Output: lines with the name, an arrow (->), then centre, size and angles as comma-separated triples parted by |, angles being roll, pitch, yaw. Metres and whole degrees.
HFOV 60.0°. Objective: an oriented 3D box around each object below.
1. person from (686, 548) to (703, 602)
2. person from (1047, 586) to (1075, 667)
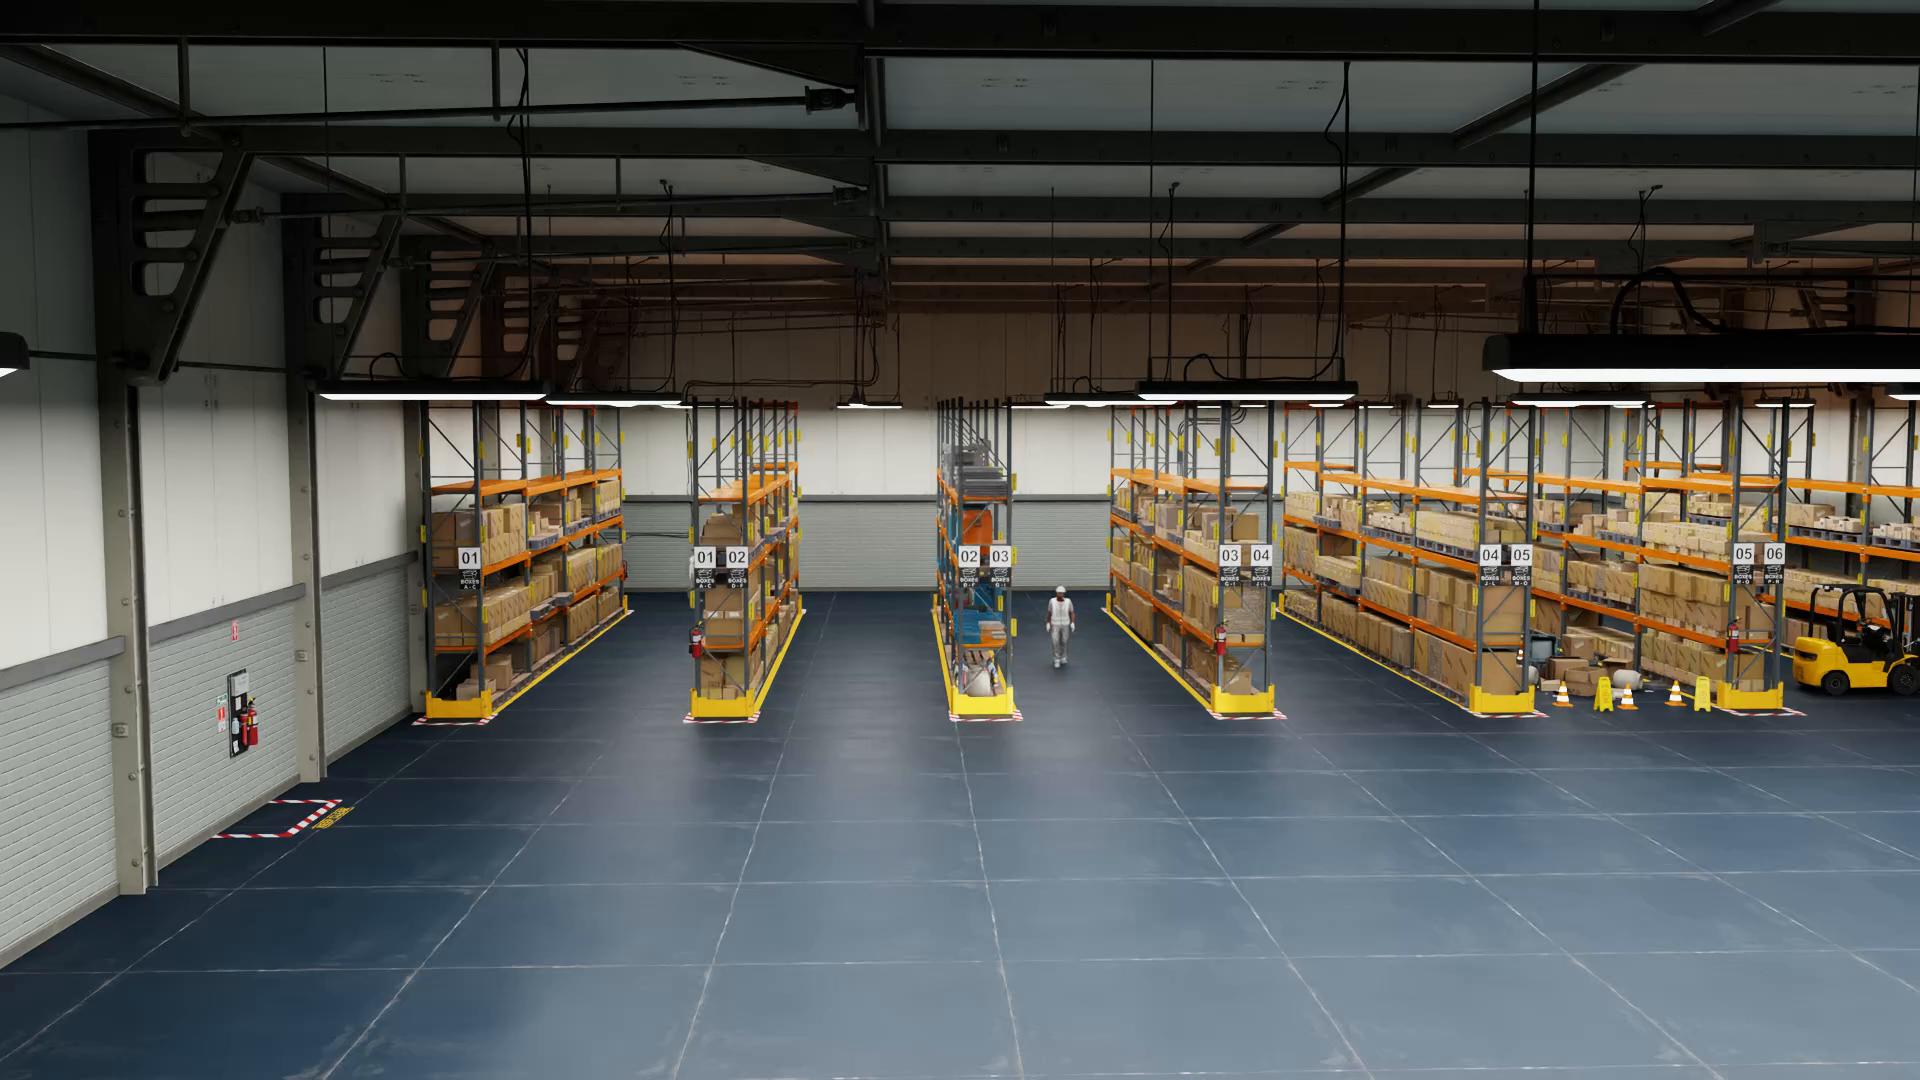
person -> -7.995, 1.016, 50.165 | 0.822, 1.641, 0.484 | 3, 5, 36
person -> 2.271, 1.951, 37.527 | 0.621, 1.829, 0.606 | 0, 4, -1
